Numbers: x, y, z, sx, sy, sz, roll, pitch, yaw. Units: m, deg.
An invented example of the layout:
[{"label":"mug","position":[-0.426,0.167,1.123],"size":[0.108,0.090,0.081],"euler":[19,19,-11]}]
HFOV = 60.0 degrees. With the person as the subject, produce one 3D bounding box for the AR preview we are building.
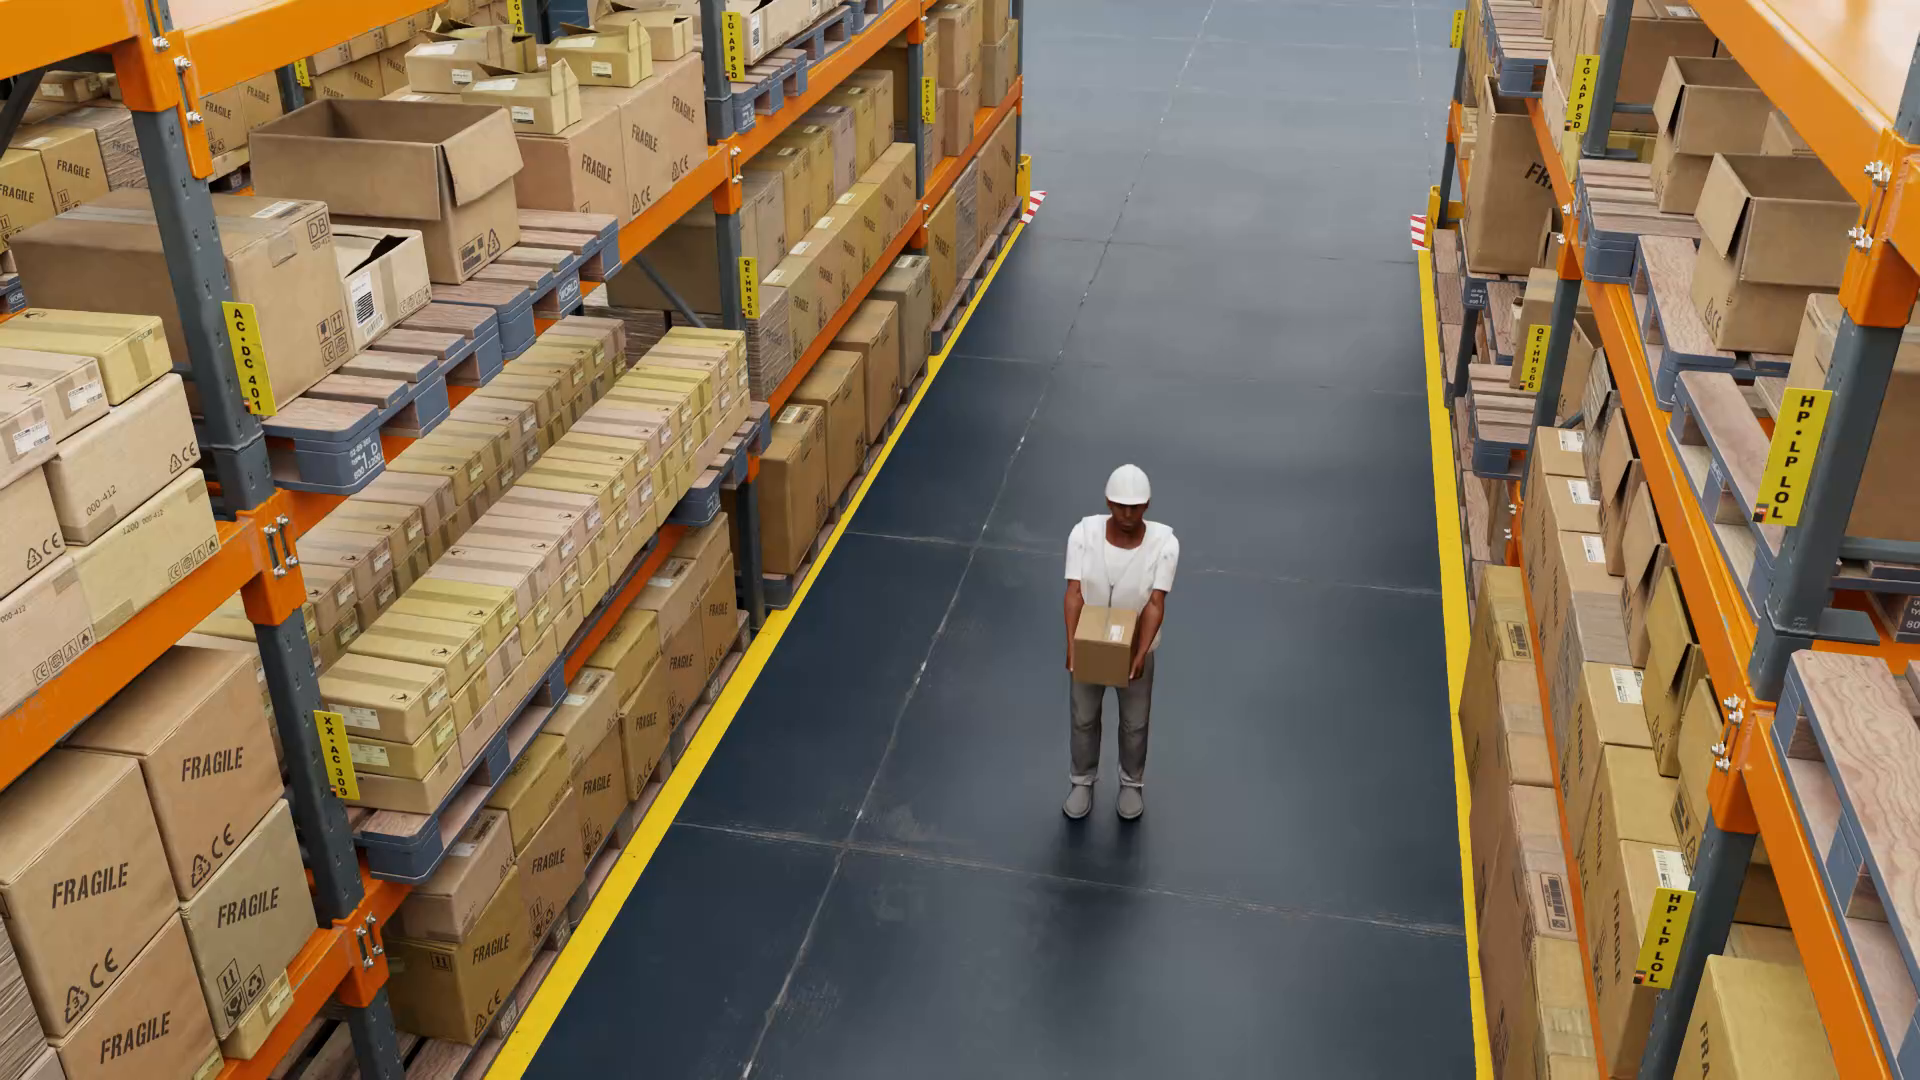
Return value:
[{"label":"person","position":[0.706,0.524,7.642],"size":[0.504,1.760,0.583],"euler":[6,29,12]}]
